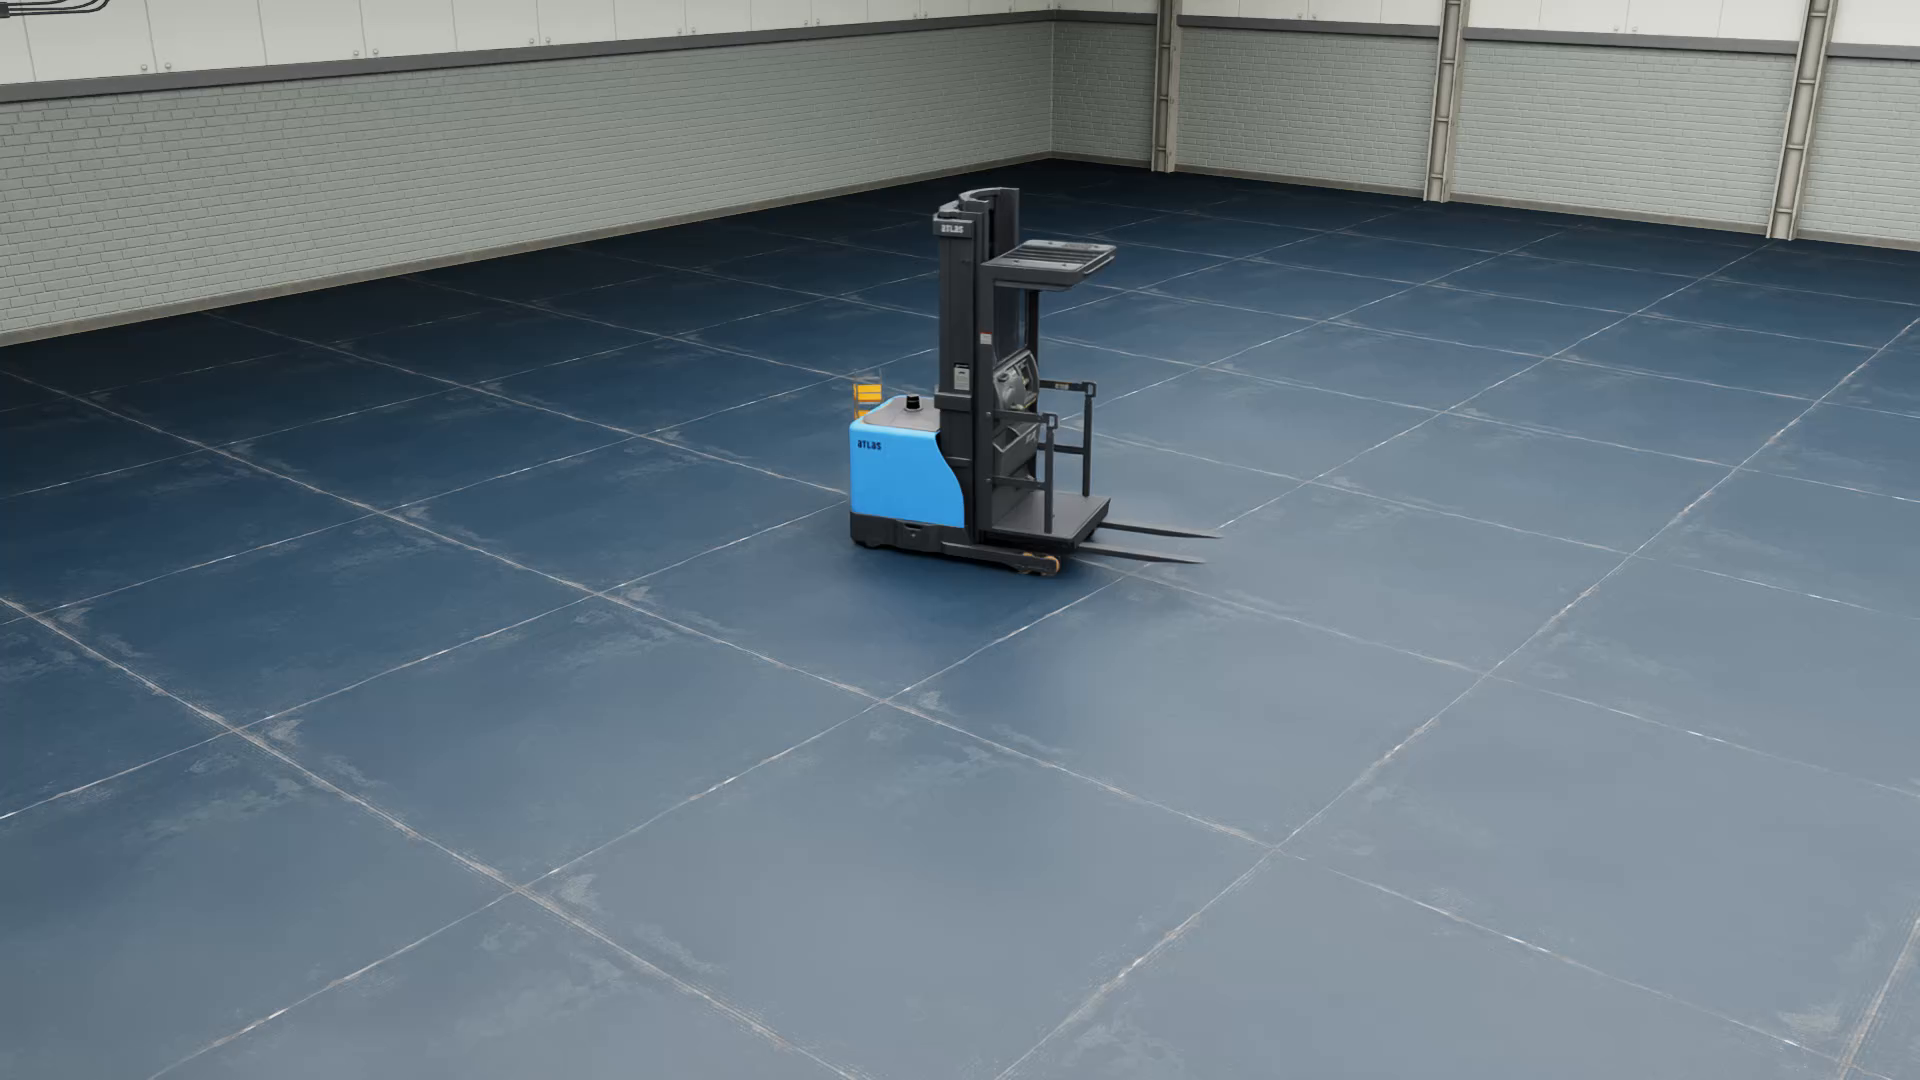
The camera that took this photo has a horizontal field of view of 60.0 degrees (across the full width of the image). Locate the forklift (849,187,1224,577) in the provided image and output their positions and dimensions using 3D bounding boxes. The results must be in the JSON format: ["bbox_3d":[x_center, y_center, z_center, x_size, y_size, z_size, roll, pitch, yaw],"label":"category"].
[{"bbox_3d":[0.641,-1.288,13.431,3.031,2.935,1.130,8,22,20],"label":"forklift"}]

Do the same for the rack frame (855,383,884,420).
[{"bbox_3d":[-0.782,-0.789,14.563,0.240,1.200,0.015,-2,21,-4],"label":"rack frame"}]

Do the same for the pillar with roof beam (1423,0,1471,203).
[{"bbox_3d":[6.133,-9.342,26.190,0.400,9.000,9.100,16,26,36],"label":"pillar with roof beam"}]

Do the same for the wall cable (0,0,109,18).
[{"bbox_3d":[-11.142,-8.448,19.000,0.169,6.003,2.305,16,26,36],"label":"wall cable"}]

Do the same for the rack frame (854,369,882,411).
[{"bbox_3d":[-0.820,-0.961,15.018,0.240,1.200,0.015,-2,21,-4],"label":"rack frame"}]

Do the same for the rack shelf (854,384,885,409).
[{"bbox_3d":[-0.801,-1.243,14.652,0.258,0.148,0.480,-2,21,-4],"label":"rack shelf"}]

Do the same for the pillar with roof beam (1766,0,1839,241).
[{"bbox_3d":[10.781,-8.003,22.640,0.400,9.000,9.100,16,26,36],"label":"pillar with roof beam"}]

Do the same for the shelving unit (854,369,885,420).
[{"bbox_3d":[-0.801,-0.875,14.790,0.258,1.200,0.503,-2,21,-4],"label":"shelving unit"}]

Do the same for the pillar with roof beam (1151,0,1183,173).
[{"bbox_3d":[1.484,-10.680,29.739,0.400,9.000,9.100,16,26,36],"label":"pillar with roof beam"}]

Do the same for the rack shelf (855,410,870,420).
[{"bbox_3d":[-0.801,-1.021,14.735,0.258,0.148,0.480,-2,21,-4],"label":"rack shelf"}]
